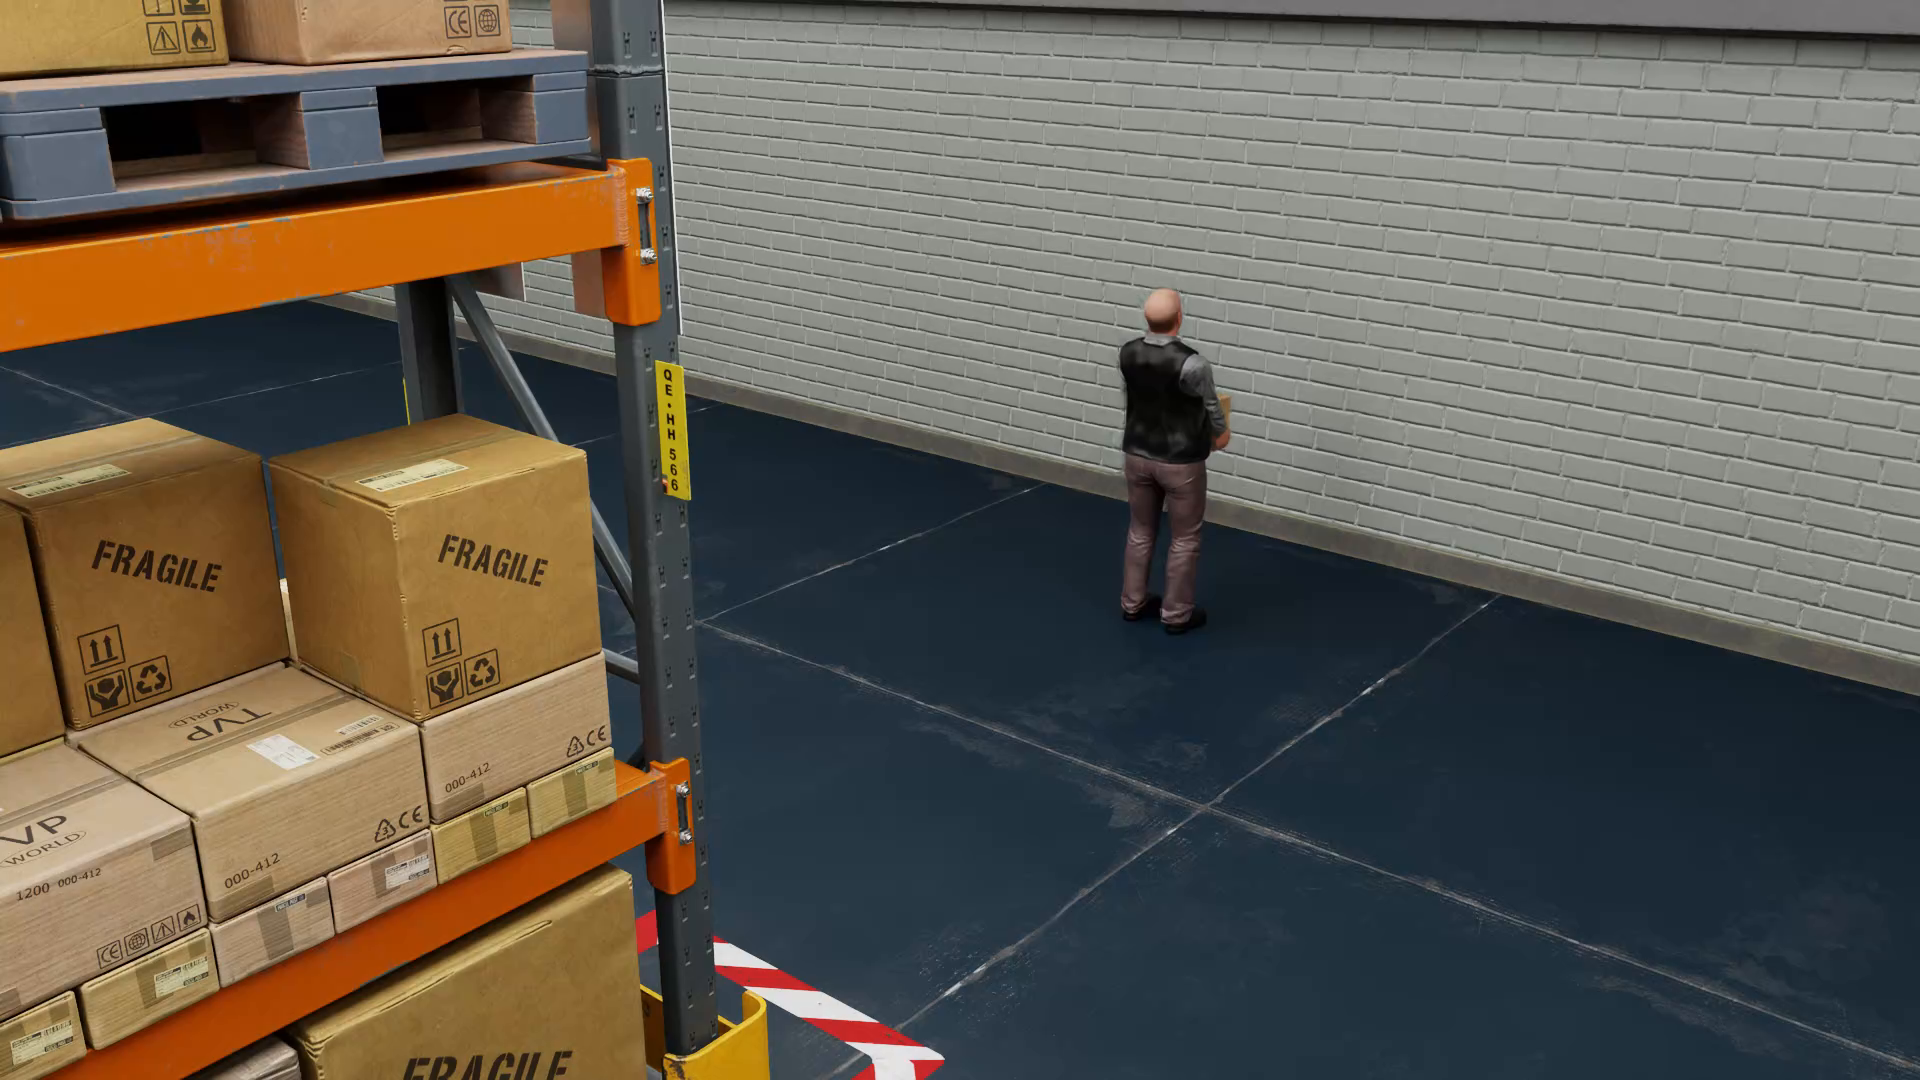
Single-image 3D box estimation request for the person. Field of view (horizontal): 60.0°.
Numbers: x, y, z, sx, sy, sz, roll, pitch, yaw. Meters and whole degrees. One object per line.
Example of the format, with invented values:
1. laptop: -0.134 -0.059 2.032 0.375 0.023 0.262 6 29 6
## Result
1. person: 1.066 -0.416 8.255 0.499 1.719 0.550 16 25 37
